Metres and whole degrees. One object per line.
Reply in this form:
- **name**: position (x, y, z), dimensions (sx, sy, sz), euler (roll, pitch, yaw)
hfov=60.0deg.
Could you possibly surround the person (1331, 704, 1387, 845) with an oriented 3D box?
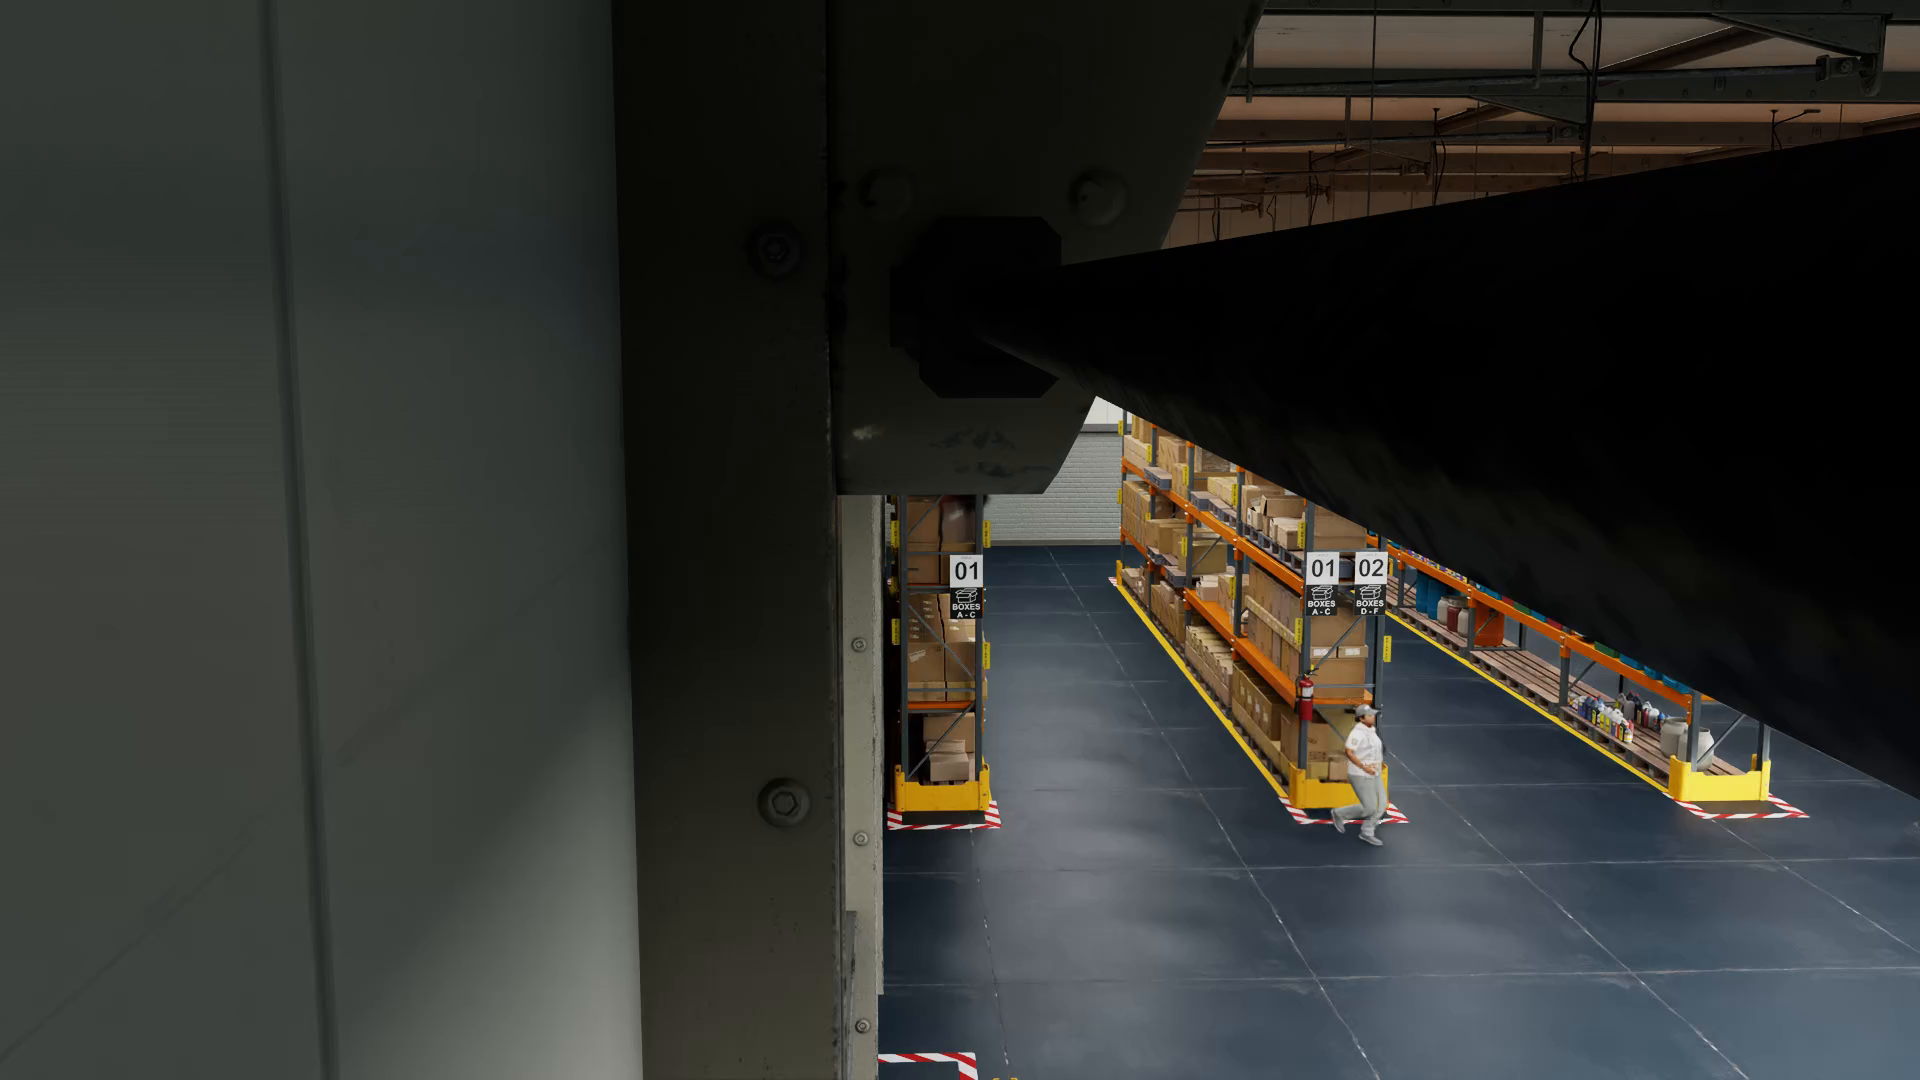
- **person**: position (4.648, 2.711, 19.310), dimensions (0.599, 1.638, 0.612), euler (5, 10, 30)
